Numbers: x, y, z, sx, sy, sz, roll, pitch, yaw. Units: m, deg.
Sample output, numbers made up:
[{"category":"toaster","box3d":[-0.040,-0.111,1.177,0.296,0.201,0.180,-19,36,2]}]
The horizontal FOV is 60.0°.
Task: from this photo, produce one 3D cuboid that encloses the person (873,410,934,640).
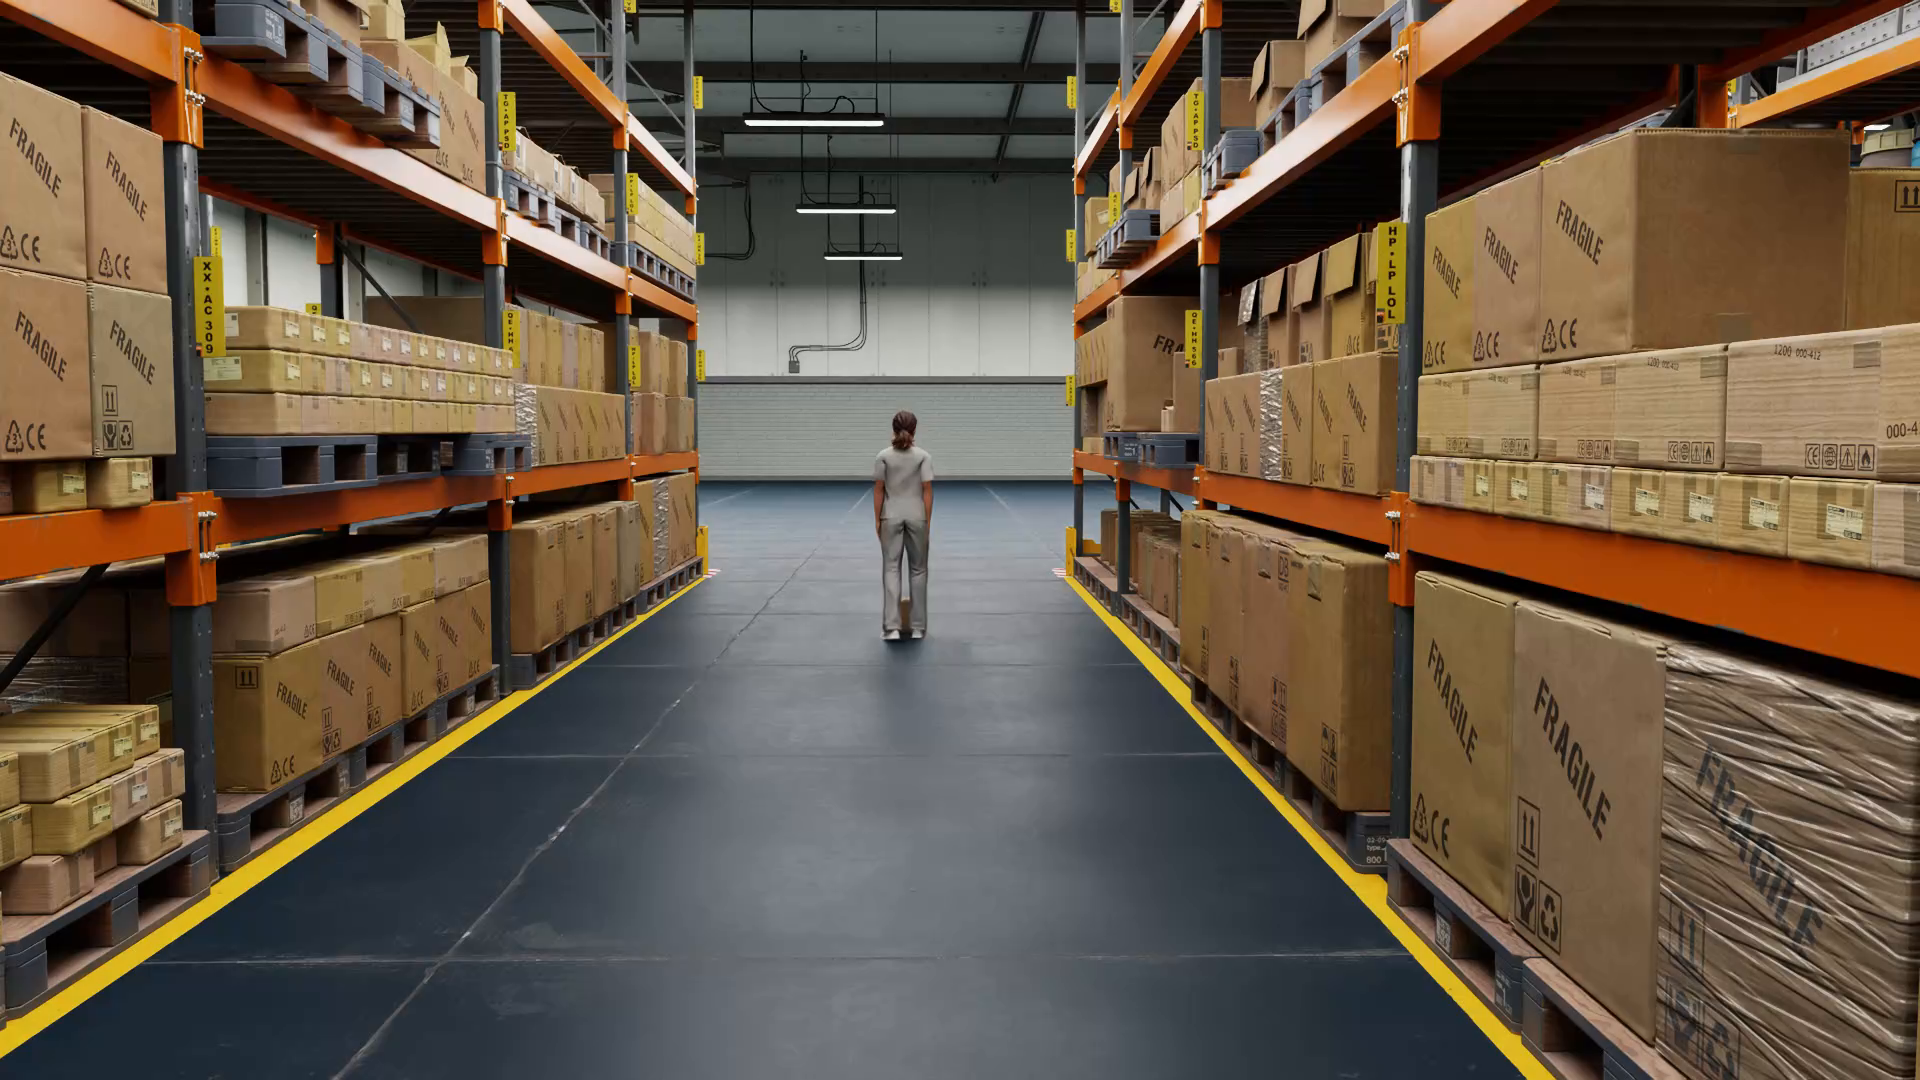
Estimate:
[{"category":"person","box3d":[-0.410,-0.104,12.146,0.442,1.683,0.417,0,4,0]}]
